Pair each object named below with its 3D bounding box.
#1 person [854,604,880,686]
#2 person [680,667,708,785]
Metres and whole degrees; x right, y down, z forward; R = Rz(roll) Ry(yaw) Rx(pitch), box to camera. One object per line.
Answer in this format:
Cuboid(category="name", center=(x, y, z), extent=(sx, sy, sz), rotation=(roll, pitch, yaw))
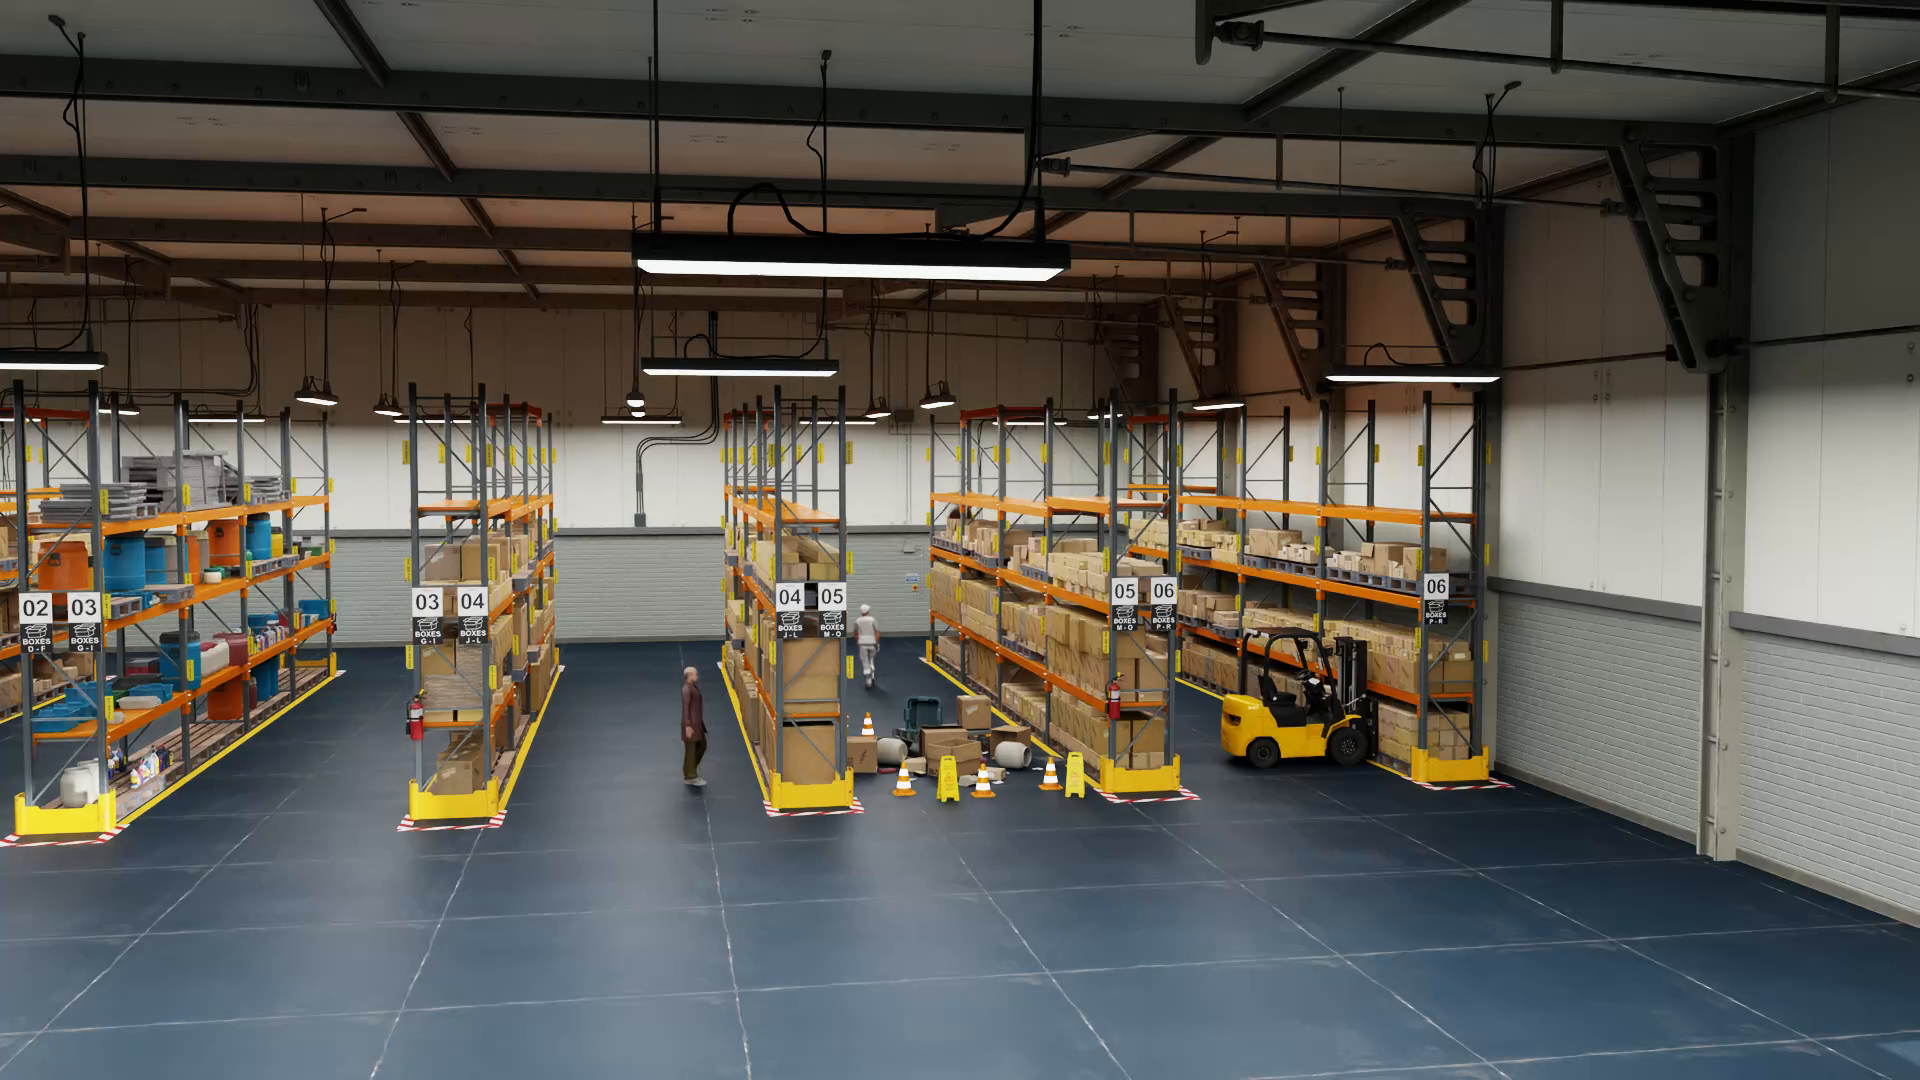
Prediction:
Cuboid(category="person", center=(-2.053, 2.285, 35.997), extent=(0.522, 1.811, 0.620), rotation=(-1, 3, -23))
Cuboid(category="person", center=(-4.061, 2.843, 25.374), extent=(0.436, 1.812, 0.653), rotation=(0, 3, 0))
